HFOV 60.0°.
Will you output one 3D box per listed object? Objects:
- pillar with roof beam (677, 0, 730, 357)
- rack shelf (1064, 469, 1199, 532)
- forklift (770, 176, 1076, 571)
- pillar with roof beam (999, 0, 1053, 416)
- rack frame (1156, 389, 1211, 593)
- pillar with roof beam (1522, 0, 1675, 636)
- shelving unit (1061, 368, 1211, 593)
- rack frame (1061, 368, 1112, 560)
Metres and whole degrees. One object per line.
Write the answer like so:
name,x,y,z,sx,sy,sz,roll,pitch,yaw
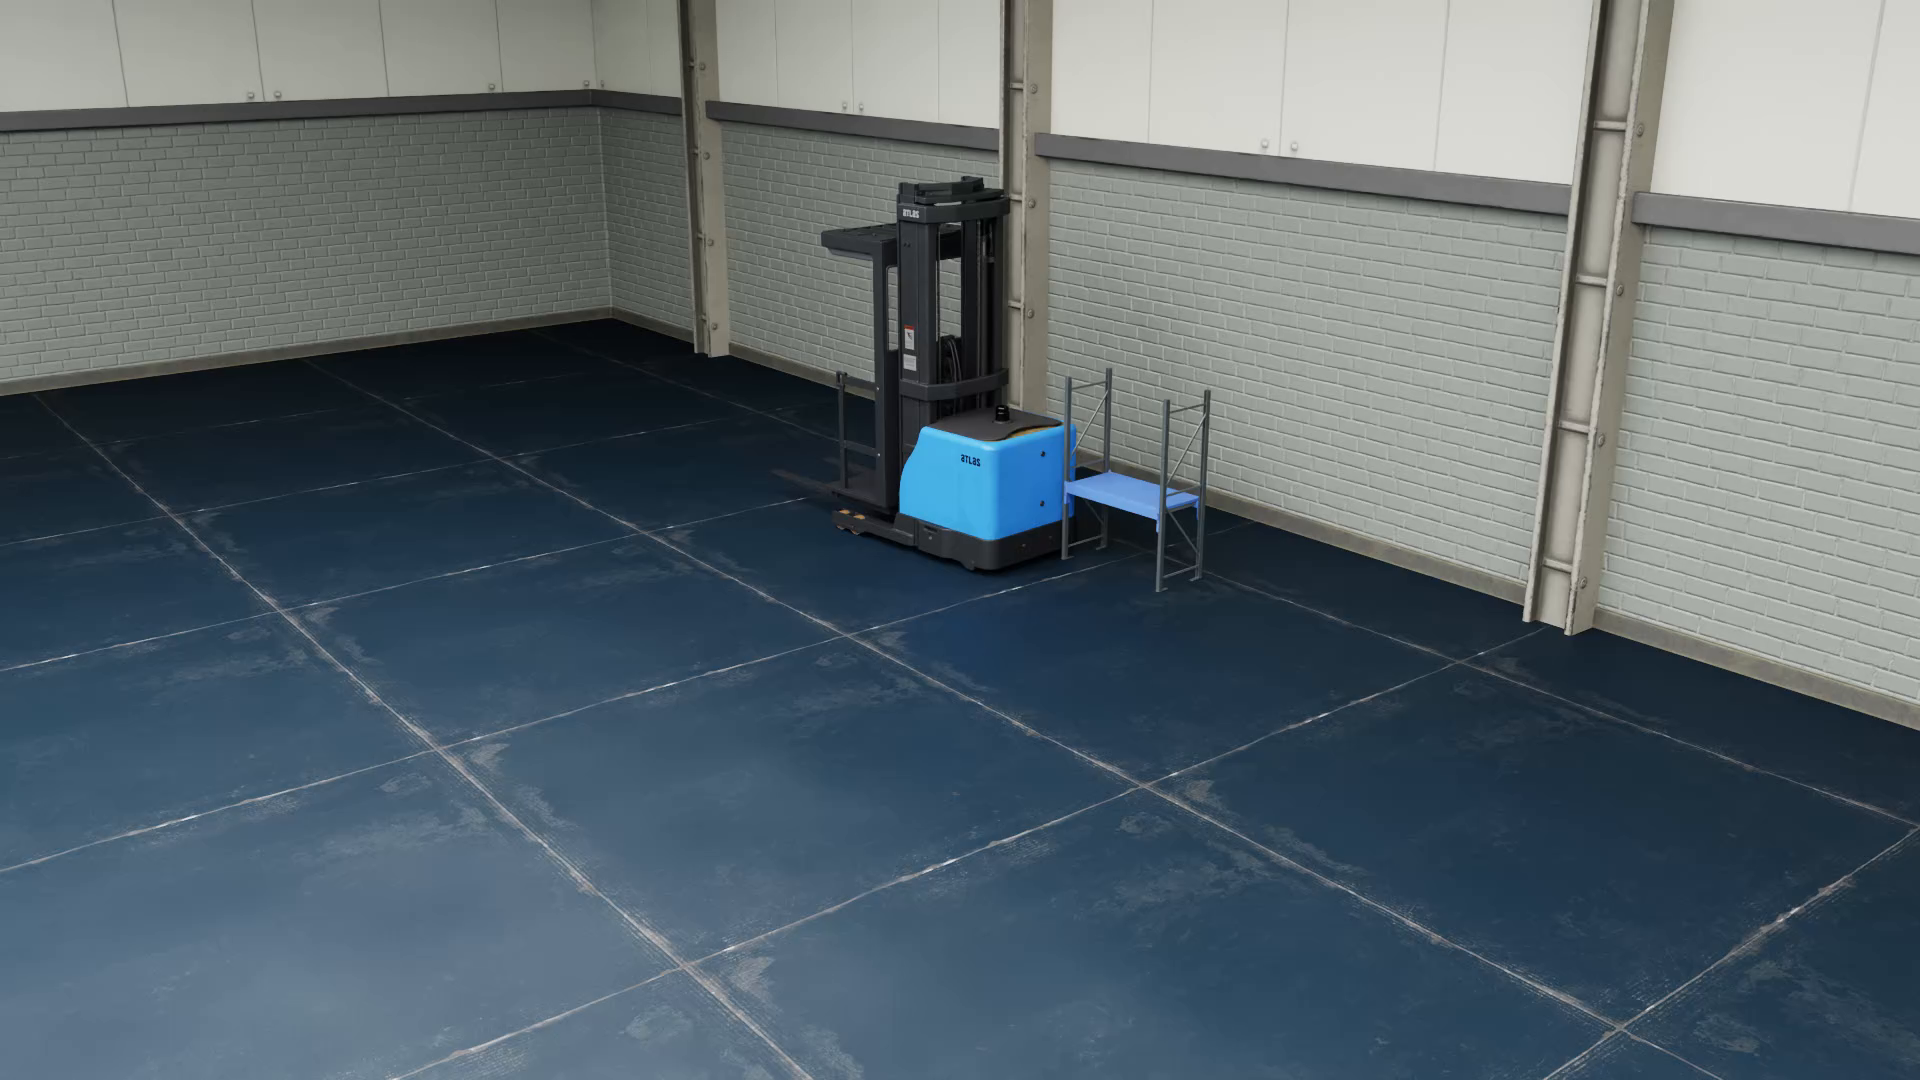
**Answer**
pillar with roof beam,-6.493,-5.786,17.022,9.100,9.000,0.400,-14,23,-36
rack shelf,1.351,-0.315,13.001,0.538,0.185,1.000,-16,24,-39
forklift,-0.436,-1.535,13.834,1.130,2.935,3.031,-17,25,-41
pillar with roof beam,-2.767,-4.308,12.557,9.100,9.000,0.400,-14,23,-36
rack frame,1.689,-0.366,12.583,0.500,1.500,0.032,-16,24,-39
pillar with roof beam,0.958,-2.829,8.092,9.100,9.000,0.400,-14,23,-36
shelving unit,1.351,-0.486,12.944,0.538,1.500,1.048,-16,24,-39
rack frame,1.013,-0.605,13.305,0.500,1.500,0.032,-16,24,-39
